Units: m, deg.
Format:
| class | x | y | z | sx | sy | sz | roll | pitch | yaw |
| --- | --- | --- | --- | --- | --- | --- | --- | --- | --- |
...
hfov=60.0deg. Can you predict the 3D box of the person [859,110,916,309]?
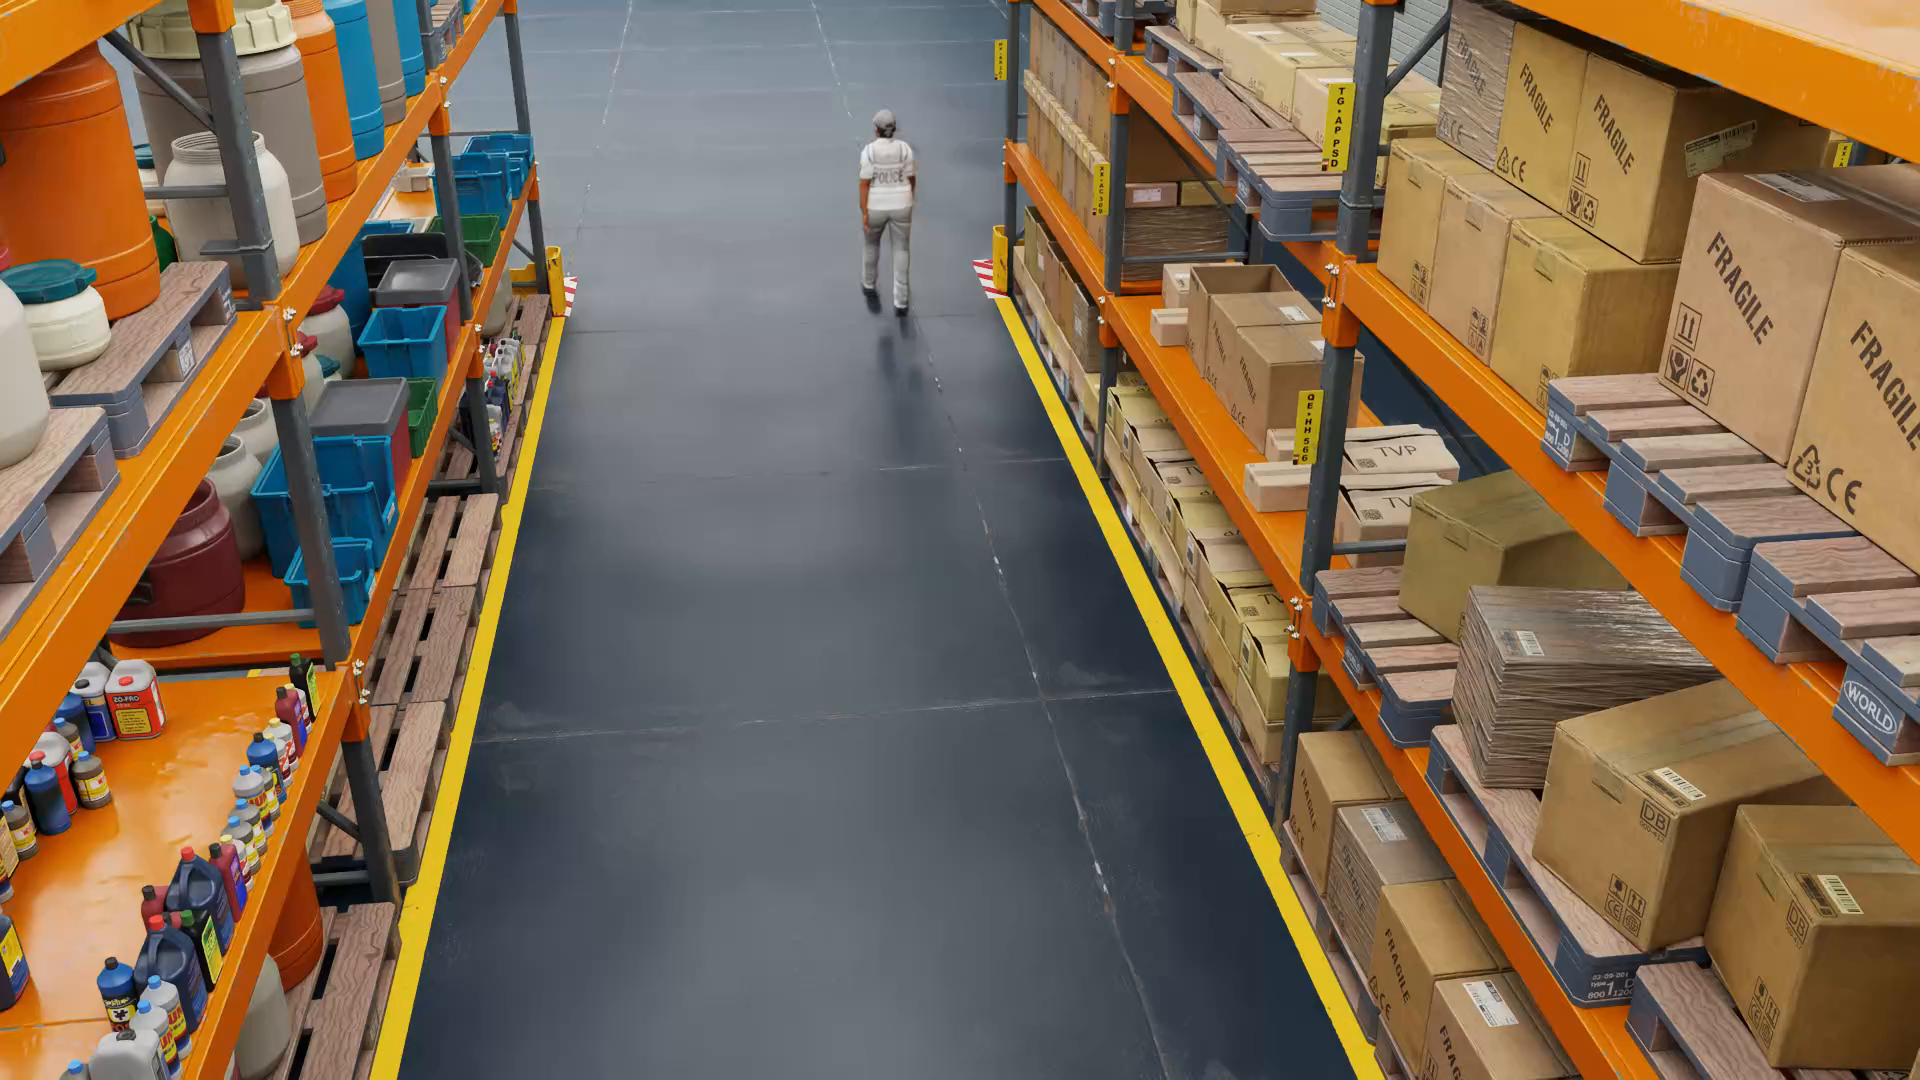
| class | x | y | z | sx | sy | sz | roll | pitch | yaw |
| --- | --- | --- | --- | --- | --- | --- | --- | --- | --- |
| person | -0.611 | -2.856 | 14.085 | 0.482 | 1.556 | 1.001 | -2 | 27 | -4 |
